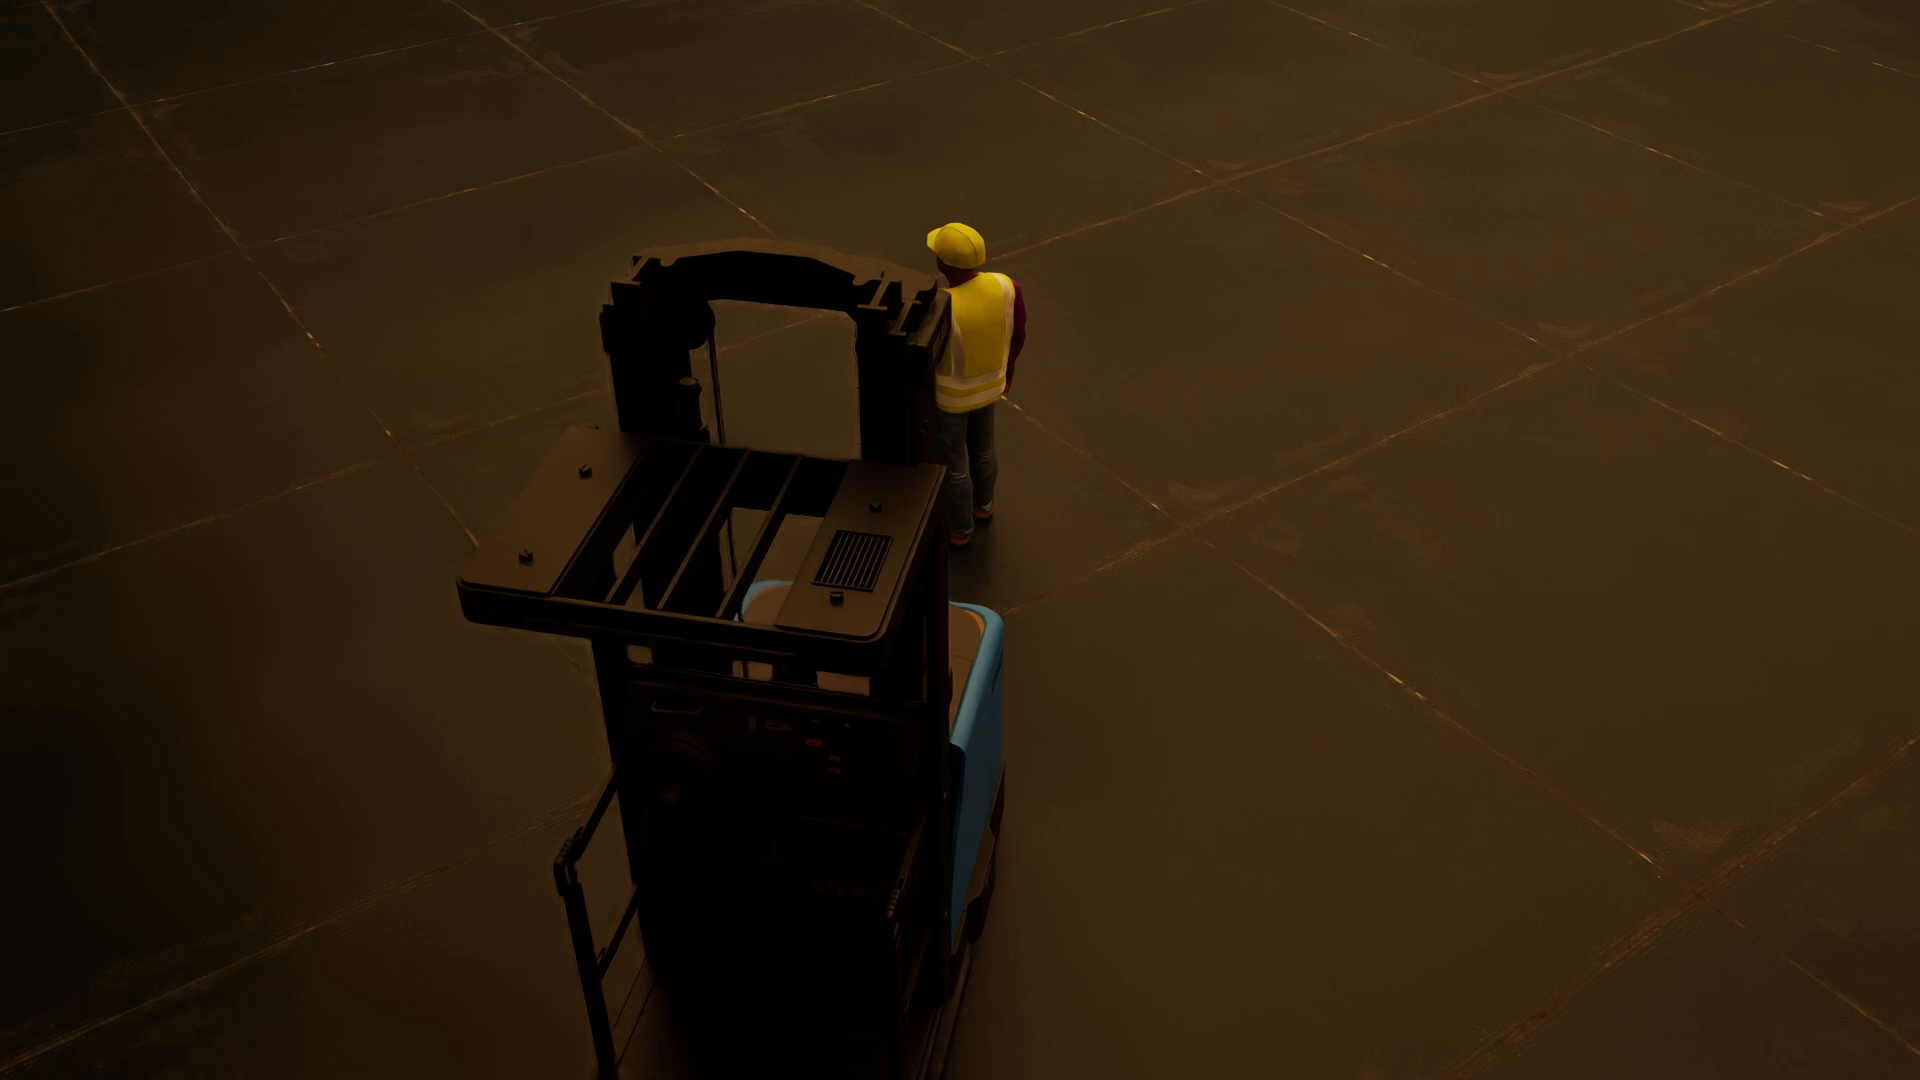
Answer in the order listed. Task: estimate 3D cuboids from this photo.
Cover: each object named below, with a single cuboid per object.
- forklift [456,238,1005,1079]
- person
[{"bbox_3d":[-0.625,0.737,4.948,1.130,2.935,3.031,7,37,10],"label":"forklift"},{"bbox_3d":[-0.035,-0.752,7.929,0.665,1.765,0.577,-23,42,-28],"label":"person"}]
